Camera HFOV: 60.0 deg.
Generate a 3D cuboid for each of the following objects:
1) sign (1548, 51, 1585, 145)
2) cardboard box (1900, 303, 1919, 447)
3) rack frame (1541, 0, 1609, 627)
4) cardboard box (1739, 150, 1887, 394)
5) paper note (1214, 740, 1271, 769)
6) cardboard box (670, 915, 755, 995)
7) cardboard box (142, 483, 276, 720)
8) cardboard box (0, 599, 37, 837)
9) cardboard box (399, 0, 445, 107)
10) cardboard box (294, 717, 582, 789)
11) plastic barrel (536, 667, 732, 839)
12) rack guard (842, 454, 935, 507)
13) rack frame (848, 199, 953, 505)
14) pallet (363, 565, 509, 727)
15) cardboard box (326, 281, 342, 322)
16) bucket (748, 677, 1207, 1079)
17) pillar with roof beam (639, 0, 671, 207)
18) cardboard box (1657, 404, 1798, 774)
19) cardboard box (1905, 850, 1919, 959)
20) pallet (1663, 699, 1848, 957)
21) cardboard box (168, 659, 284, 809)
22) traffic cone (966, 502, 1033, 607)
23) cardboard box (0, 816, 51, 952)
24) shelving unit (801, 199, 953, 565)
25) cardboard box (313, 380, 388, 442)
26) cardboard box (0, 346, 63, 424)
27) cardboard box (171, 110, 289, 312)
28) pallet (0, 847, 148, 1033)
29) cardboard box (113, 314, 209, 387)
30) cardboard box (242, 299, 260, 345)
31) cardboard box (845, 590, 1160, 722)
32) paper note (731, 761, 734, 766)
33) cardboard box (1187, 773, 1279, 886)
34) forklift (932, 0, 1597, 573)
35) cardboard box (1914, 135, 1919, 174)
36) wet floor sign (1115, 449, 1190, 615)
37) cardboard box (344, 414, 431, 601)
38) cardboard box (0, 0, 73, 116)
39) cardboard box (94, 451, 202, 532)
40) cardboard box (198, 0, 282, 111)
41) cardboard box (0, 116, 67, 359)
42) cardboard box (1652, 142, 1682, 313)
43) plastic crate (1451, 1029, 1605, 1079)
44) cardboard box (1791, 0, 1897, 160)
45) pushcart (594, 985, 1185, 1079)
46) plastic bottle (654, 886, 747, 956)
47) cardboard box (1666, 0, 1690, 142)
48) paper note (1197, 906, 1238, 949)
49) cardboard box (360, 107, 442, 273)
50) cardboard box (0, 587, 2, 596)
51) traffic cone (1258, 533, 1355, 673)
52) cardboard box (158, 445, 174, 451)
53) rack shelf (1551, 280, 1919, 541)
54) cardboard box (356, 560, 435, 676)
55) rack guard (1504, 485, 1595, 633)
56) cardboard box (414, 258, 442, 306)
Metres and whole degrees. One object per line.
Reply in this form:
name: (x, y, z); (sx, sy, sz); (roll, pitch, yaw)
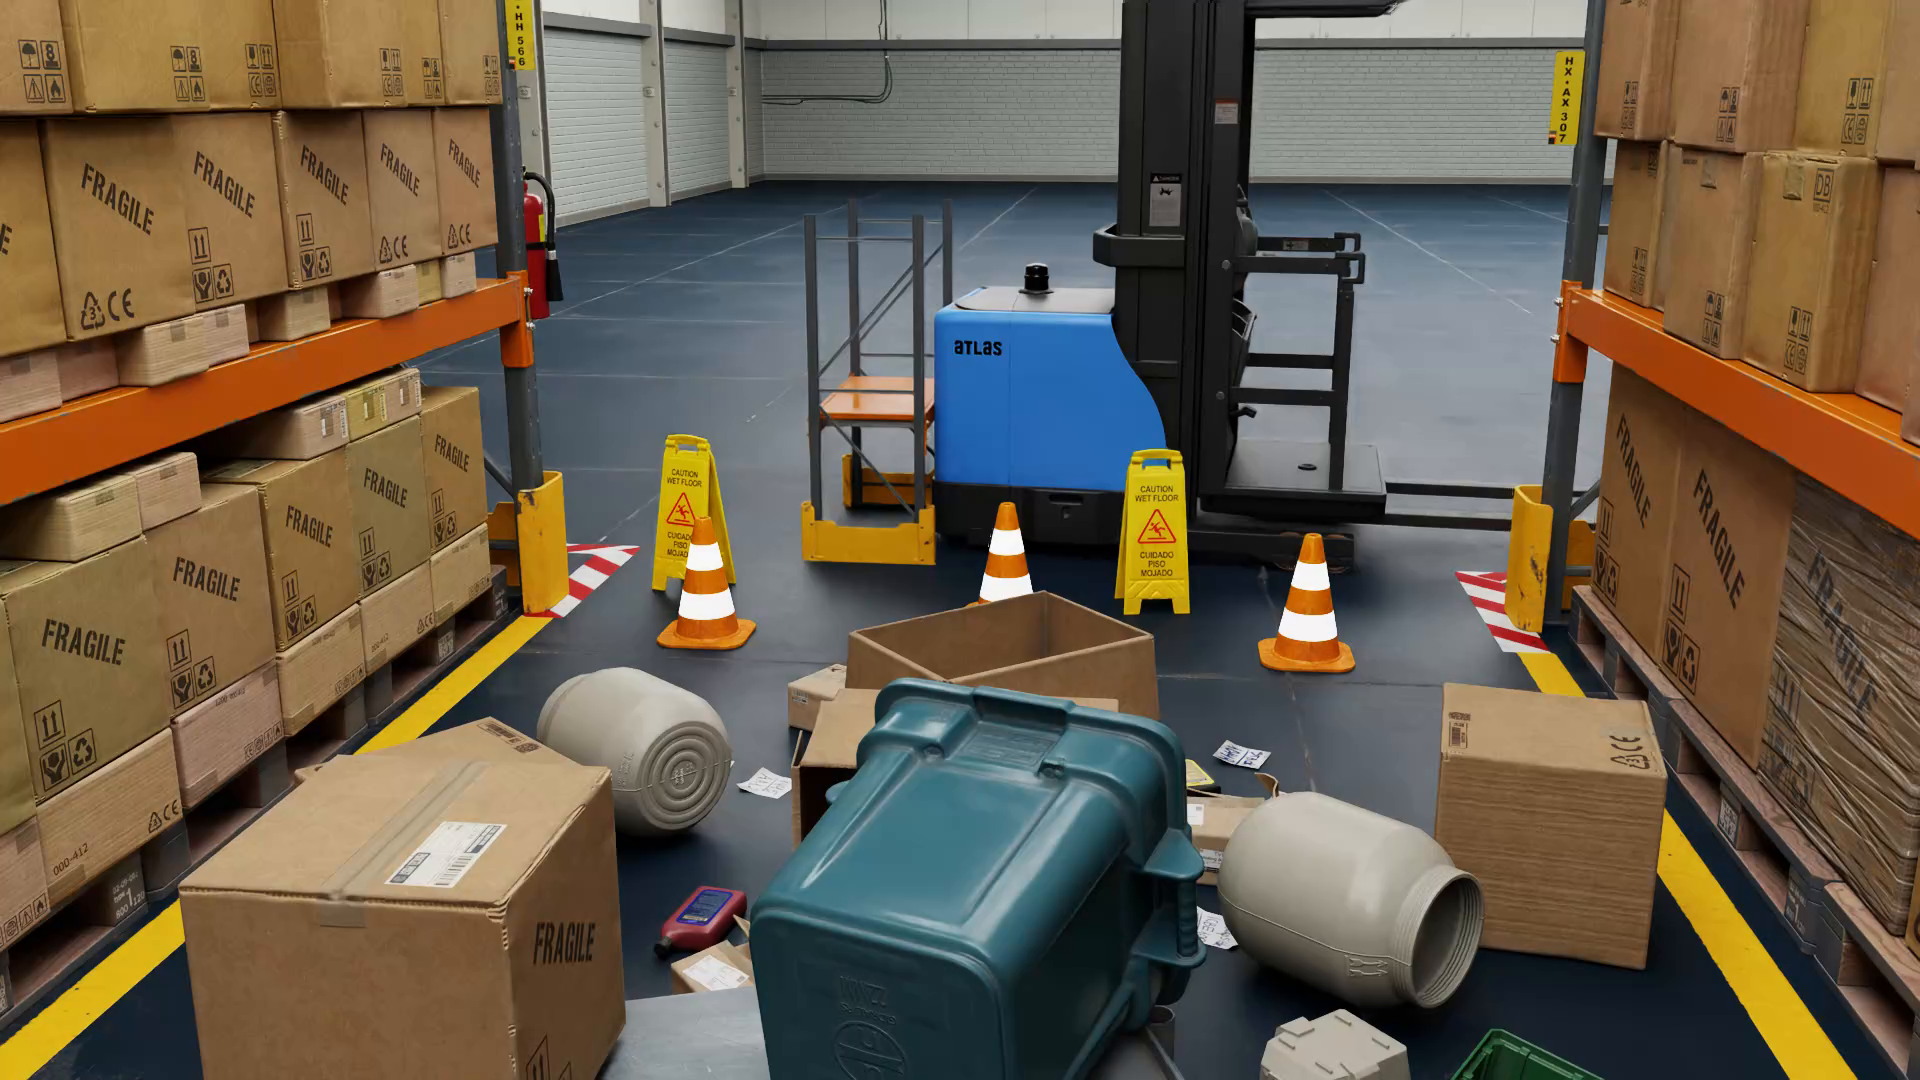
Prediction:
sign: (2.184, -1.591, 5.988); (0.100, 0.325, 0.005); (2, 15, 6)
cardboard box: (2.353, -0.391, 3.075); (0.875, 0.550, 0.550); (2, 15, 6)
rack frame: (2.735, -1.117, 6.046); (1.000, 3.000, 0.127); (2, 15, 6)
cardboard box: (2.491, -0.668, 4.099); (0.875, 0.550, 0.500); (2, 15, 6)
paper note: (0.876, 0.663, 5.154); (0.144, 0.017, 0.142); (7, 17, 25)
cardboard box: (-0.422, 0.973, 3.556); (0.258, 0.266, 0.396); (-10, 18, -32)
cardboard box: (-2.203, 0.145, 4.406); (0.500, 0.500, 0.500); (3, 15, 9)
cardboard box: (-2.311, 0.419, 3.394); (0.500, 0.500, 0.500); (2, 15, 9)
cardboard box: (-2.100, -1.641, 5.307); (0.700, 0.500, 0.500); (2, 15, 7)
cardboard box: (-1.173, 0.769, 3.857); (0.500, 0.500, 0.500); (-14, 20, -42)
plastic barrel: (-0.924, 0.588, 4.678); (0.421, 0.421, 0.512); (-14, 20, -42)
rack guard: (-0.288, -0.289, 8.253); (0.587, 0.250, 0.087); (2, 15, 6)
rack frame: (-0.286, -0.898, 8.108); (0.500, 1.500, 0.032); (2, 15, 6)
pallet: (-2.330, 0.339, 6.004); (1.003, 0.211, 1.213); (2, 15, 6)
cardboard box: (-2.161, -0.747, 5.159); (0.380, 0.149, 0.250); (2, 15, 7)
bucket: (0.008, 0.664, 2.819); (0.726, 0.611, 0.620); (7, 27, 25)
pillar with roof beam: (-1.116, -10.221, 28.223); (9.100, 9.000, 0.400); (2, 15, 6)
cardboard box: (2.627, 0.112, 4.766); (0.875, 0.875, 0.875); (1, 15, 5)
cardboard box: (2.424, 0.583, 3.027); (0.875, 0.875, 0.875); (2, 15, 7)
pallet: (2.582, 0.755, 4.467); (1.003, 0.211, 1.213); (2, 15, 6)
cardboard box: (-2.205, 0.504, 4.514); (0.500, 0.250, 0.500); (1, 15, 6)
traffic cone: (0.180, 0.082, 6.471); (0.336, 0.463, 0.334); (2, 15, 6)
cardboard box: (-2.311, 0.781, 3.492); (0.500, 0.250, 0.500); (1, 15, 4)
shelving unit: (-0.345, -0.763, 7.612); (0.587, 1.500, 1.083); (2, 15, 6)
cardboard box: (-2.032, -0.409, 5.212); (0.380, 0.149, 0.250); (2, 15, 7)
cardboard box: (-2.253, -0.350, 3.691); (0.380, 0.149, 0.250); (2, 15, 8)
cardboard box: (-2.179, -0.889, 4.442); (0.500, 0.500, 0.500); (2, 15, 7)
pallet: (-2.606, 0.972, 3.663); (1.003, 0.211, 1.213); (2, 15, 6)
cardboard box: (-2.138, -0.481, 4.177); (0.380, 0.149, 0.250); (2, 15, 7)
cardboard box: (-2.216, -0.616, 4.675); (0.380, 0.149, 0.250); (2, 15, 6)
cardboard box: (0.122, 0.499, 4.853); (0.797, 0.503, 0.637); (-10, 18, -32)
paper note: (-0.718, 0.697, 5.065); (0.032, 0.001, 0.123); (2, 15, 6)
cardboard box: (0.647, 0.740, 4.415); (0.396, 0.266, 0.258); (4, 16, 16)
forklift: (1.443, -1.424, 7.312); (3.031, 2.935, 1.130); (3, 15, 12)
cardboard box: (2.306, -0.914, 2.939); (0.875, 0.550, 0.550); (2, 15, 6)
wet floor sign: (0.771, -0.046, 6.596); (0.267, 0.644, 0.232); (-1, 15, -3)
cardboard box: (-2.082, -0.123, 5.396); (0.500, 0.500, 0.500); (2, 15, 8)
cardboard box: (-2.302, -1.113, 3.355); (0.700, 0.500, 0.500); (2, 15, 7)
cardboard box: (-2.154, -0.128, 4.174); (0.380, 0.149, 0.250); (3, 15, 9)
cardboard box: (-2.250, -1.380, 4.343); (0.700, 0.500, 0.500); (2, 15, 6)
cardboard box: (-2.286, -0.628, 3.475); (0.500, 0.500, 0.500); (2, 15, 6)
cardboard box: (2.698, -0.948, 5.135); (0.875, 0.550, 0.550); (2, 15, 6)
plastic crate: (1.001, 1.167, 2.878); (0.450, 0.188, 0.662); (22, 25, 31)
cardboard box: (2.555, -1.187, 3.951); (0.875, 0.550, 0.500); (2, 15, 6)
pushcart: (-0.375, 1.121, 2.793); (1.648, 0.377, 0.936); (-4, 16, -13)
plastic bottle: (-0.637, 0.940, 4.068); (0.133, 0.061, 0.283); (4, 16, 16)
cardboard box: (2.684, -1.470, 4.996); (0.875, 0.550, 0.550); (2, 15, 6)
paper note: (0.618, 0.952, 4.099); (0.172, 0.023, 0.155); (7, 17, 25)
cardboard box: (-2.044, -1.150, 5.406); (0.500, 0.500, 0.500); (2, 15, 6)
cardboard box: (-2.238, 0.075, 3.423); (0.380, 0.149, 0.250); (2, 15, 7)
traffic cone: (1.264, 0.204, 6.022); (0.336, 0.463, 0.334); (2, 15, 6)
cardboard box: (-2.682, -0.001, 4.945); (0.500, 0.500, 0.500); (2, 15, 7)
rack shelf: (2.509, -0.251, 4.221); (1.077, 0.370, 4.000); (2, 15, 6)
cardboard box: (-2.085, 0.240, 5.491); (0.500, 0.250, 0.500); (2, 15, 6)
rack guard: (2.738, 0.084, 6.395); (1.175, 0.500, 0.348); (2, 15, 6)
cardboard box: (-1.993, -0.877, 5.640); (0.380, 0.149, 0.250); (1, 15, 5)
